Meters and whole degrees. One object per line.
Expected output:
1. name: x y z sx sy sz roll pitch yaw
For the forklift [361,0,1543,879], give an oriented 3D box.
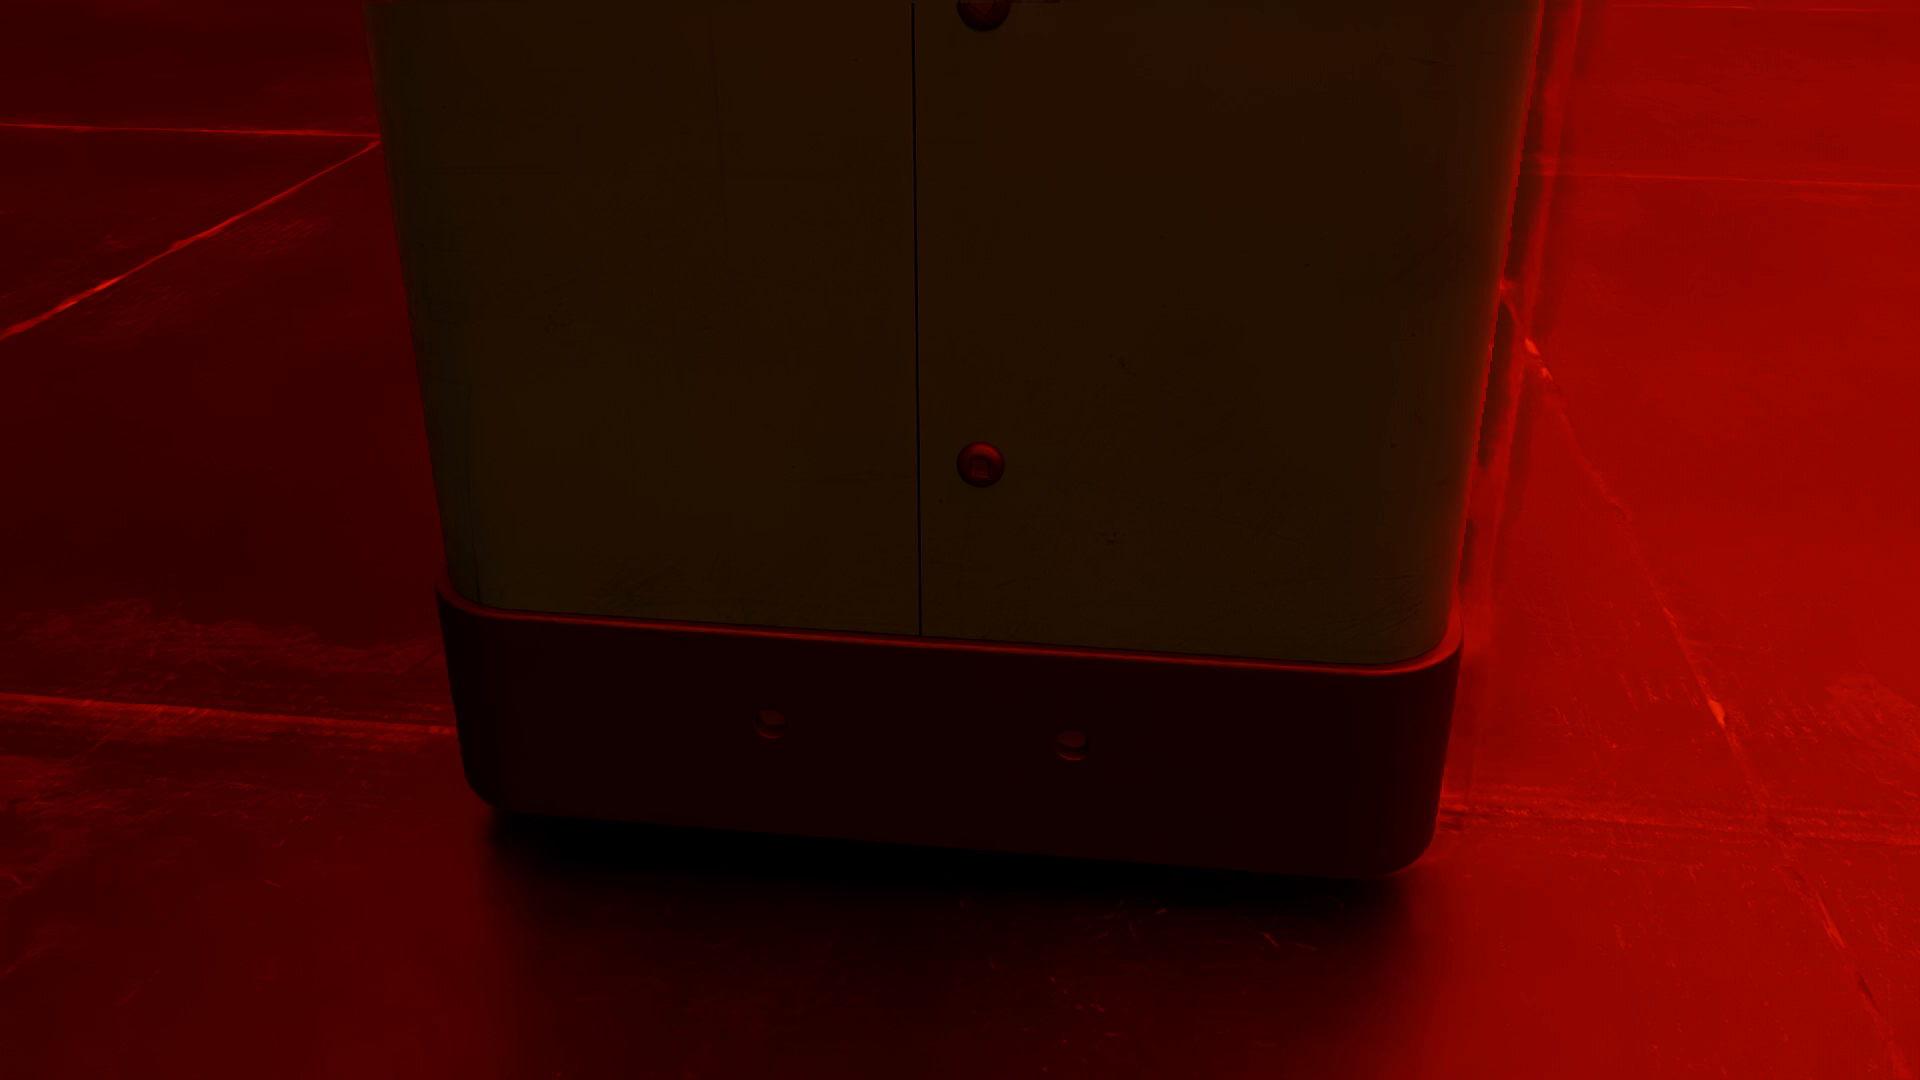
1. forklift: 0.157 -1.603 2.430 1.130 2.935 3.031 3 27 7
